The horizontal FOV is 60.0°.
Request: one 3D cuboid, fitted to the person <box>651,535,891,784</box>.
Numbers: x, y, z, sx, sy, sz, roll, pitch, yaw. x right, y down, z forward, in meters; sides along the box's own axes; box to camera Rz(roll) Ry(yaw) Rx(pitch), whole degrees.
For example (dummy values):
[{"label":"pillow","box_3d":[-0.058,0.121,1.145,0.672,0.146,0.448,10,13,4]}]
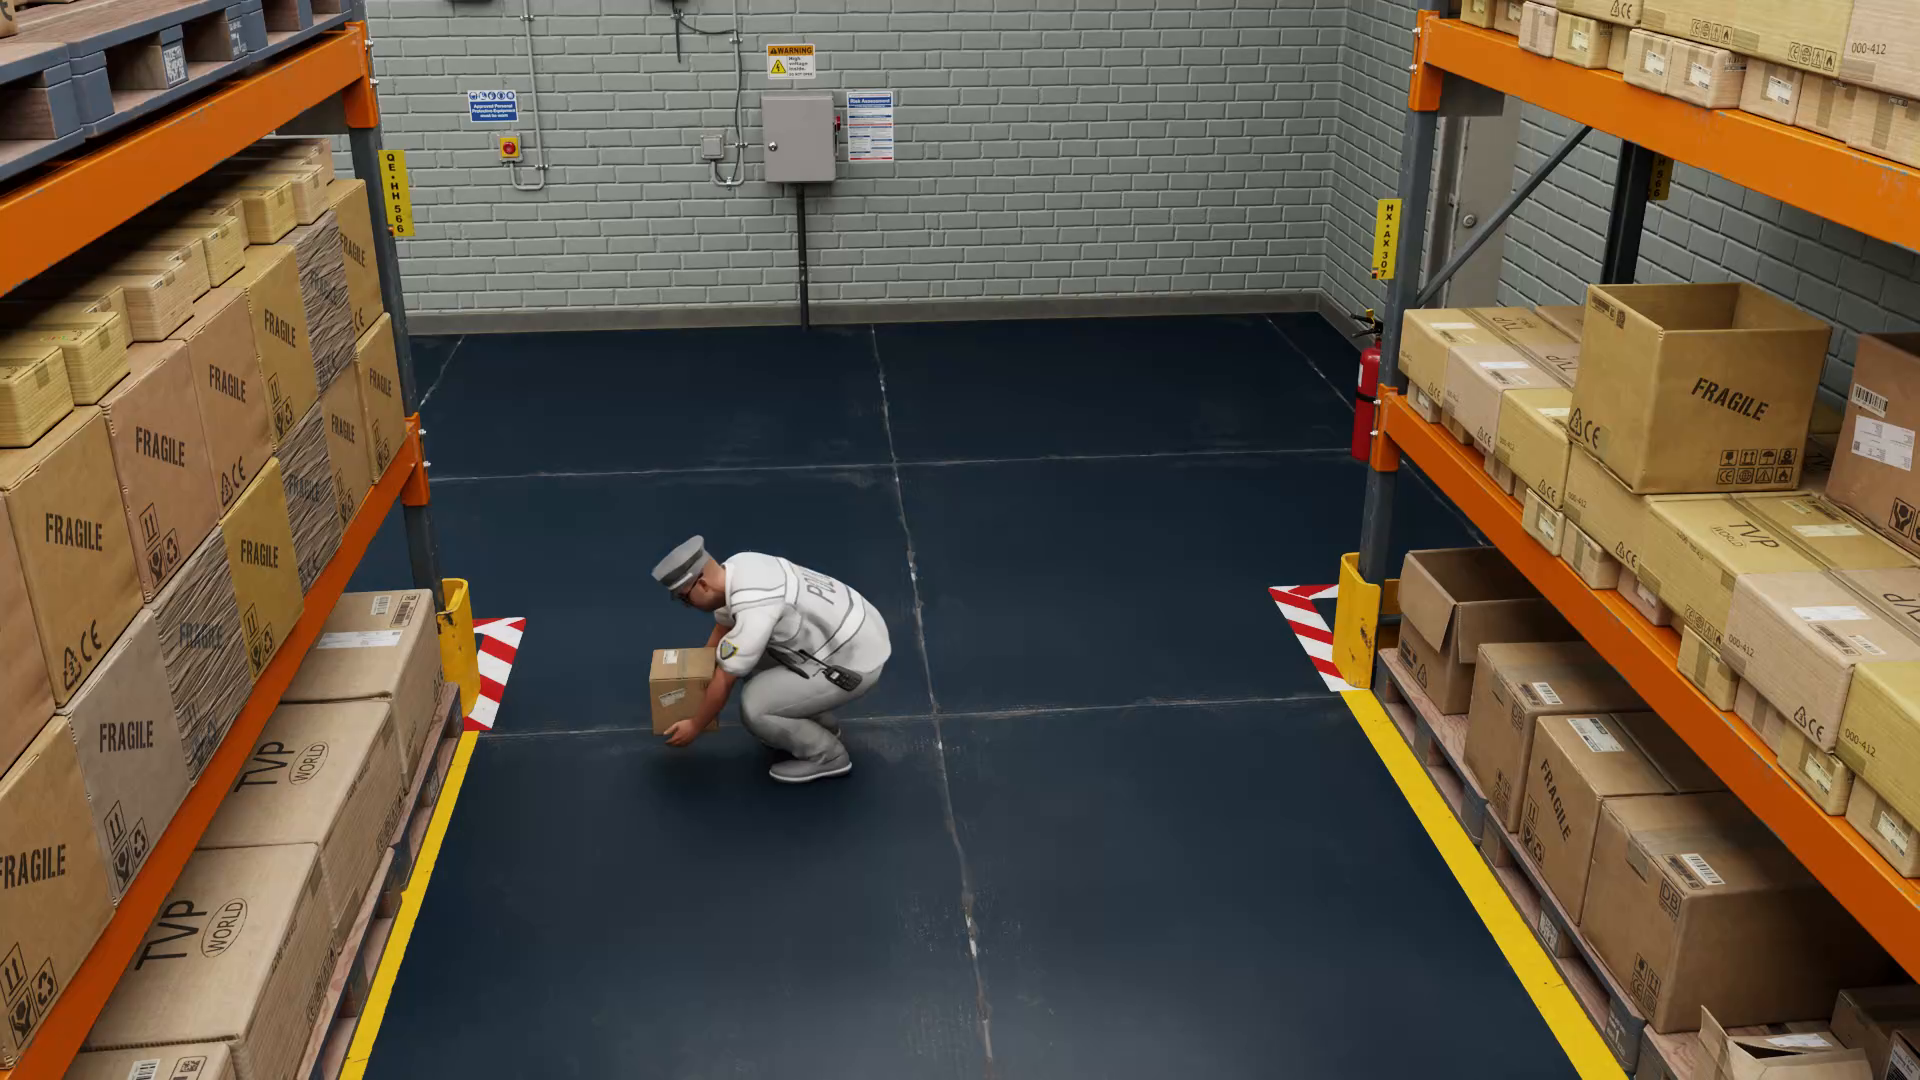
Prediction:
[{"label":"person","box_3d":[-0.725,0.436,6.527,0.909,1.013,0.558,-2,24,-5]}]
